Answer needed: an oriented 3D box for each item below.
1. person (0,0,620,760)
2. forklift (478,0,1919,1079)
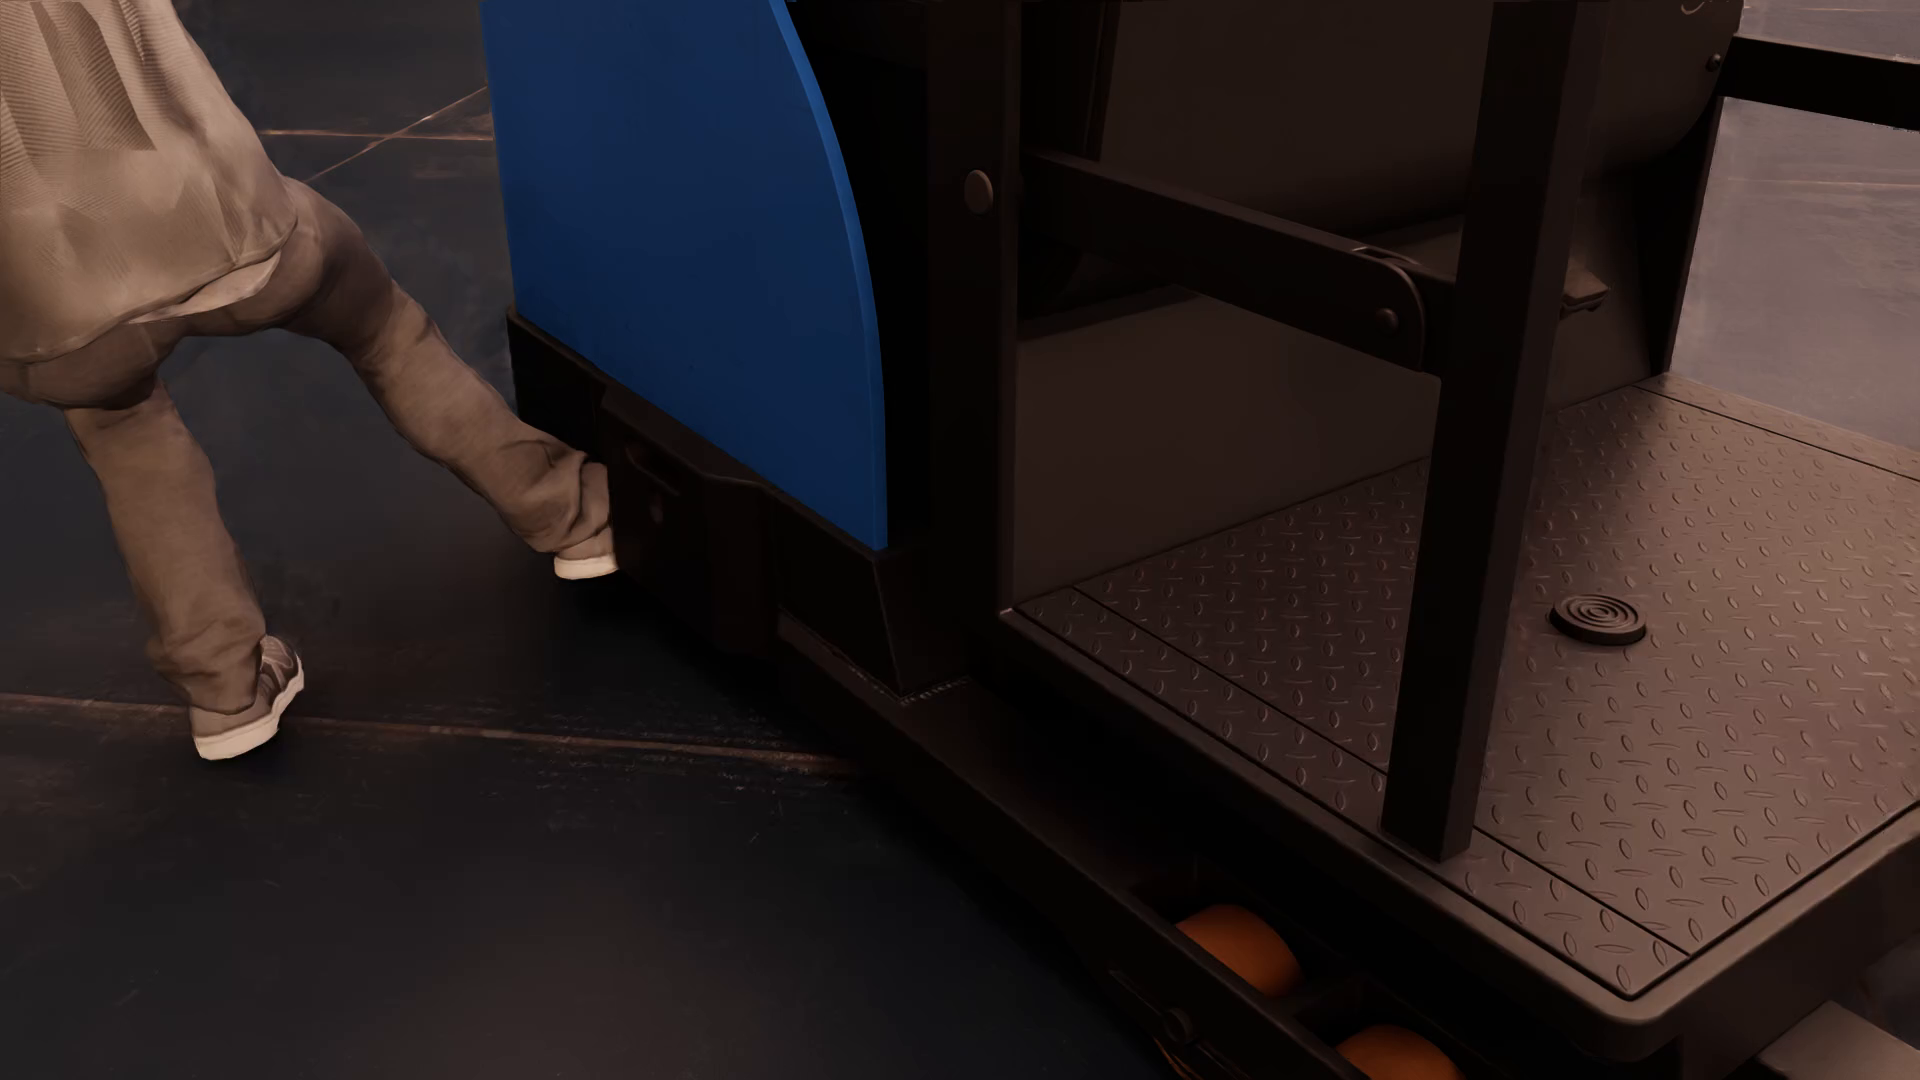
[{"bbox_3d":[-0.956,-0.402,1.817,1.359,1.331,0.723,-19,32,-33],"label":"person"},{"bbox_3d":[0.590,-0.991,1.202,1.130,2.935,3.031,-18,32,-32],"label":"forklift"}]
